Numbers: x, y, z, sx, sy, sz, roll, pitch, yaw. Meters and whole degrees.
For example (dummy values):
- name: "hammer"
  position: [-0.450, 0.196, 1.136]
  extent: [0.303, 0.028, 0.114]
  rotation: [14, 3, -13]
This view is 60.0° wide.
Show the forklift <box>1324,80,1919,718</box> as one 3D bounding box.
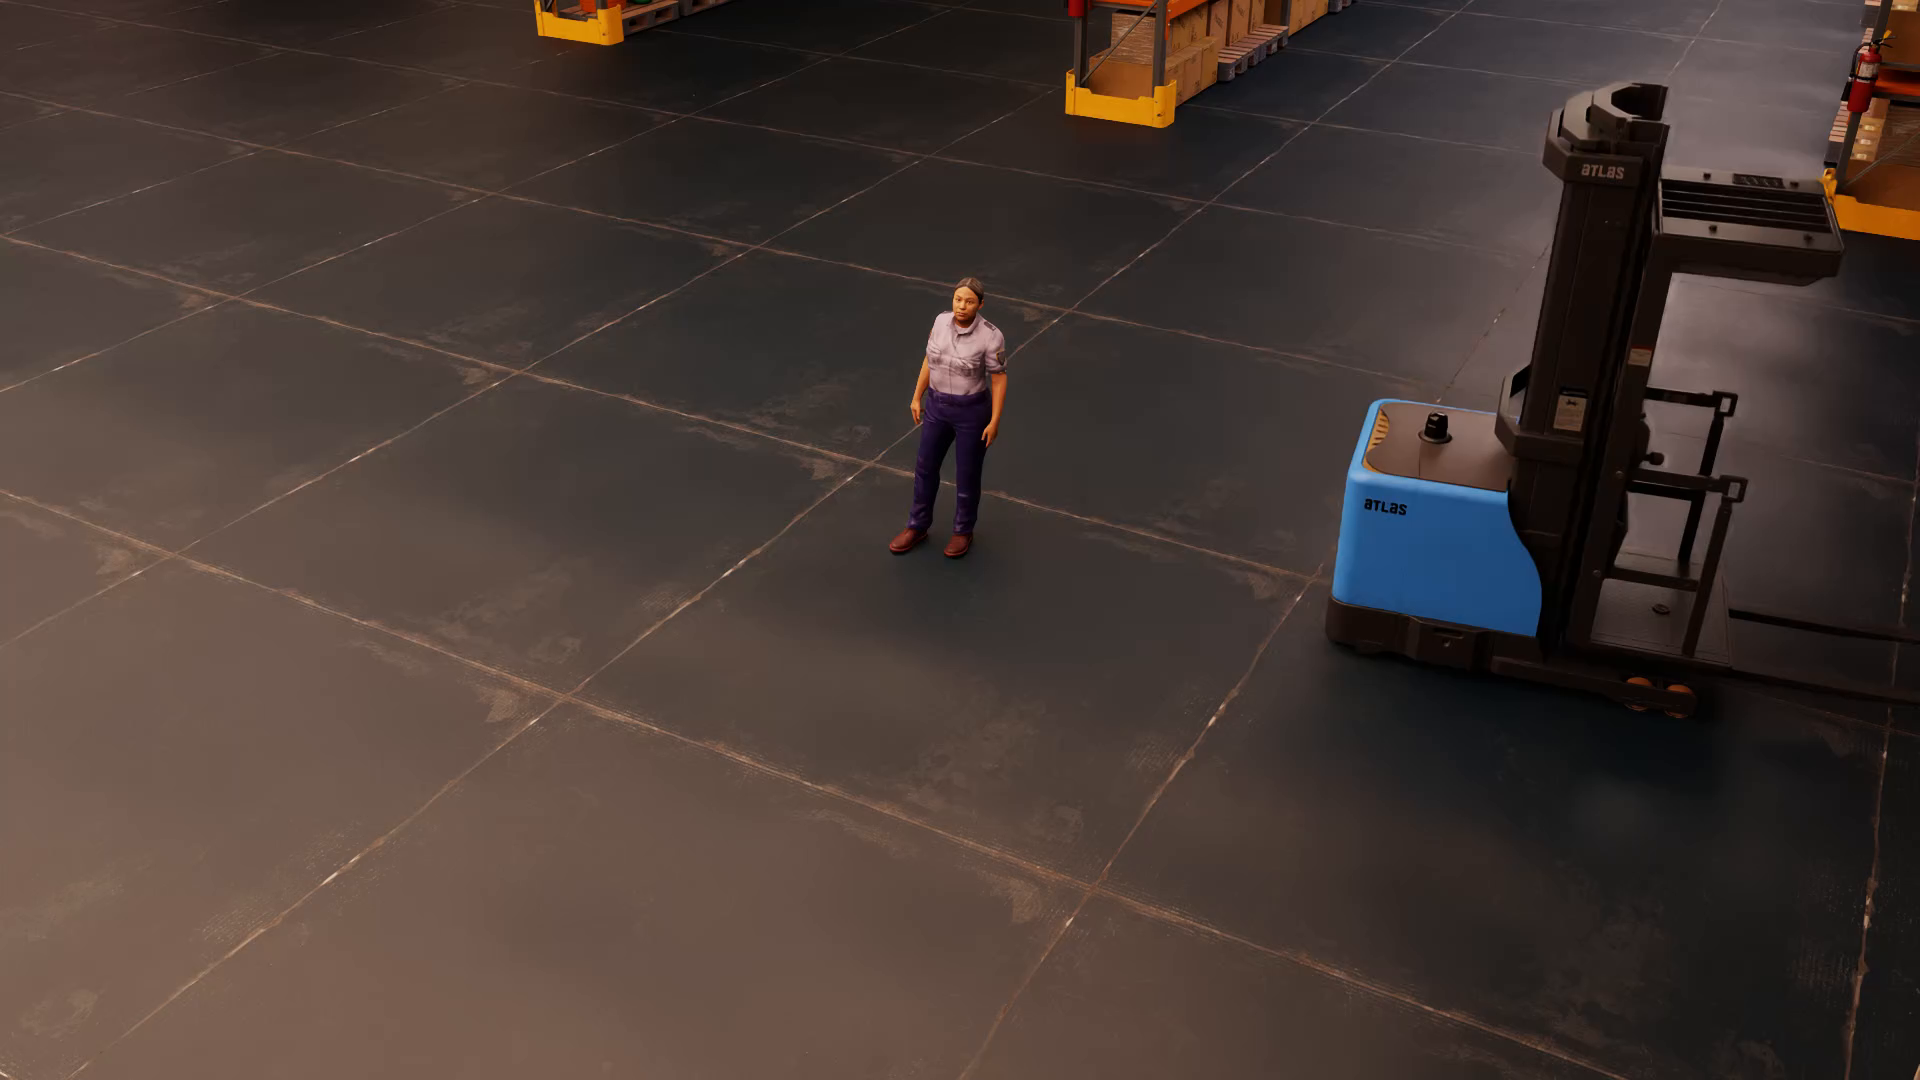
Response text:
- name: "forklift"
  position: [3.546, -0.666, 8.225]
  extent: [3.031, 2.935, 1.130]
  rotation: [10, 31, 17]

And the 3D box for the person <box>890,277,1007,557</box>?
- name: "person"
  position: [-0.063, -0.687, 9.529]
  extent: [0.598, 1.651, 0.503]
  rotation: [15, 33, 25]
